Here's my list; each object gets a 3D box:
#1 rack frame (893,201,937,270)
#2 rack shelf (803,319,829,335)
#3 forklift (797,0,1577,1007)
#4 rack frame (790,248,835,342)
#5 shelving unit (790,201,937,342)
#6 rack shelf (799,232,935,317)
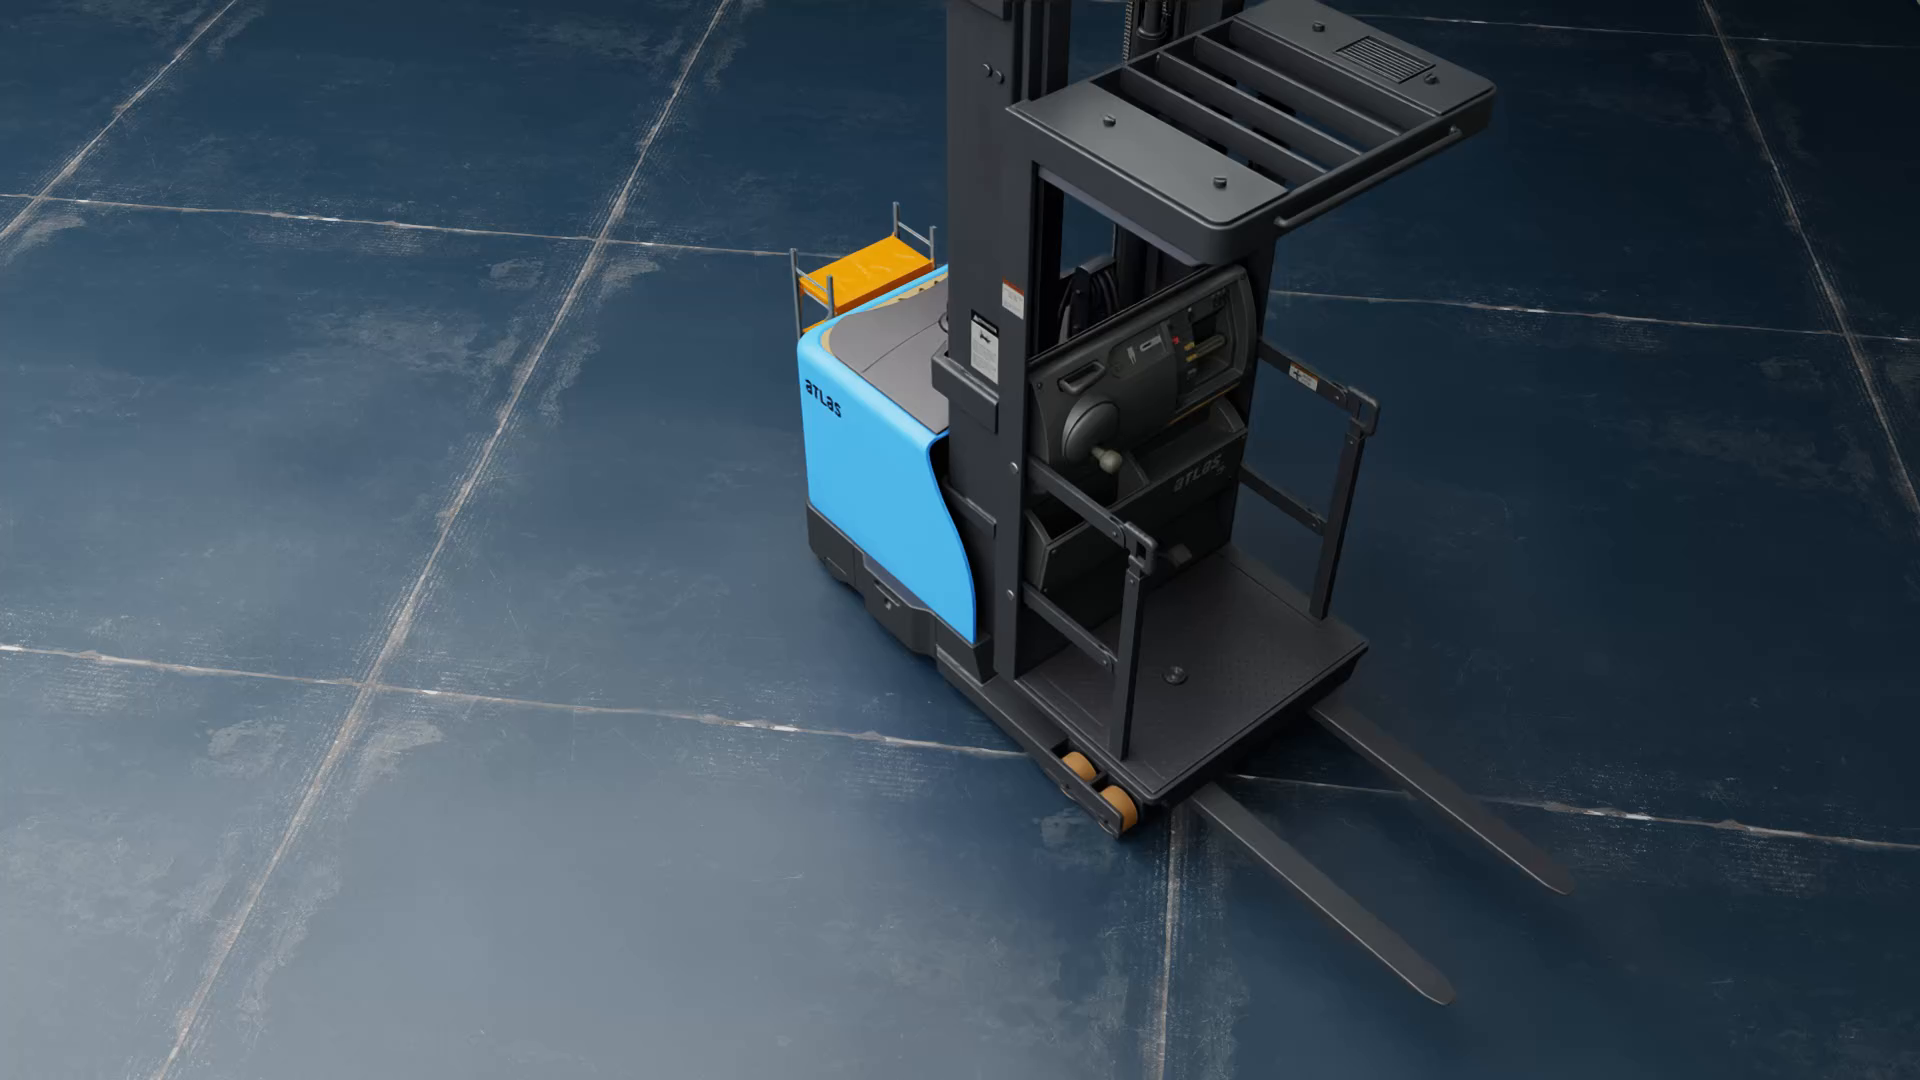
[{"bbox_3d":[-0.173,-0.797,6.719,0.015,1.200,0.240,-31,51,-28],"label":"rack frame"},{"bbox_3d":[-0.358,-0.802,6.497,0.480,0.148,0.258,-31,51,-28],"label":"rack shelf"},{"bbox_3d":[0.729,-0.455,5.099,1.130,2.935,3.031,-30,51,-28],"label":"forklift"},{"bbox_3d":[-0.544,-0.579,6.489,0.015,1.200,0.240,-31,51,-28],"label":"rack frame"},{"bbox_3d":[-0.358,-0.688,6.604,0.503,1.200,0.258,-31,51,-28],"label":"shelving unit"},{"bbox_3d":[-0.358,-0.974,6.334,0.480,0.148,0.258,-31,51,-28],"label":"rack shelf"}]
